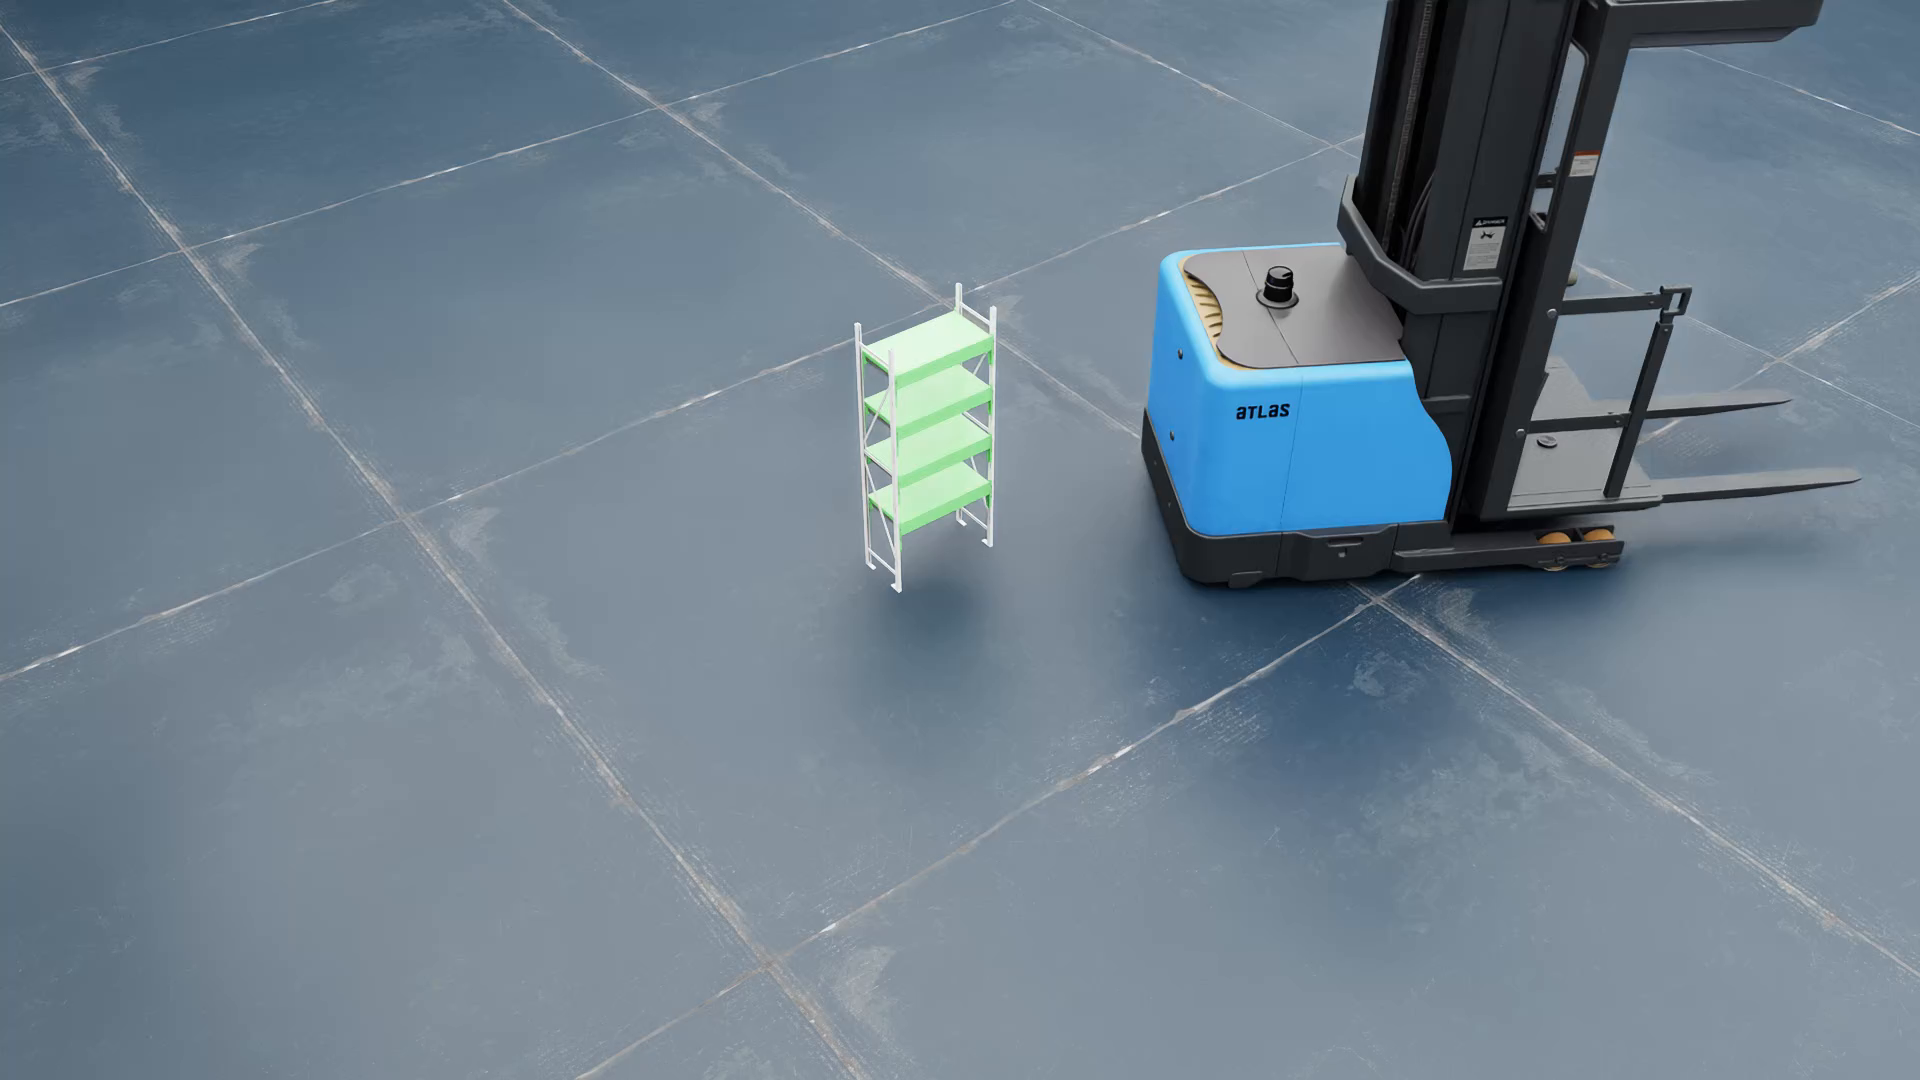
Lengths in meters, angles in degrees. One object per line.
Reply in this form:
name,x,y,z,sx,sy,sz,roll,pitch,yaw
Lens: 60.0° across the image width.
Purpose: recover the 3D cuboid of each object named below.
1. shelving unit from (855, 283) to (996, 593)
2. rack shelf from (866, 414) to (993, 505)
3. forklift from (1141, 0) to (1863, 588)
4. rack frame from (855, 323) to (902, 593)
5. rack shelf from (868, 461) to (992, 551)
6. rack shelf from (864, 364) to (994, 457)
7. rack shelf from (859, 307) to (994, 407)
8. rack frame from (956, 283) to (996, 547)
shelving unit,-0.131,-0.400,6.791,0.503,1.200,0.258,-26,46,-28
rack shelf,-0.131,-0.351,6.832,0.480,0.148,0.258,-26,46,-28
forklift,2.385,-1.331,6.562,3.031,2.935,1.130,-4,40,-5
rack frame,-0.325,-0.306,6.677,0.015,1.200,0.240,-26,46,-28
rack shelf,-0.131,-0.165,6.984,0.480,0.148,0.258,-26,46,-28
rack shelf,-0.131,-0.536,6.680,0.480,0.148,0.258,-26,46,-28
rack shelf,-0.131,-0.722,6.528,0.480,0.148,0.258,-26,46,-28
rack frame,0.062,-0.494,6.906,0.015,1.200,0.240,-26,46,-28
